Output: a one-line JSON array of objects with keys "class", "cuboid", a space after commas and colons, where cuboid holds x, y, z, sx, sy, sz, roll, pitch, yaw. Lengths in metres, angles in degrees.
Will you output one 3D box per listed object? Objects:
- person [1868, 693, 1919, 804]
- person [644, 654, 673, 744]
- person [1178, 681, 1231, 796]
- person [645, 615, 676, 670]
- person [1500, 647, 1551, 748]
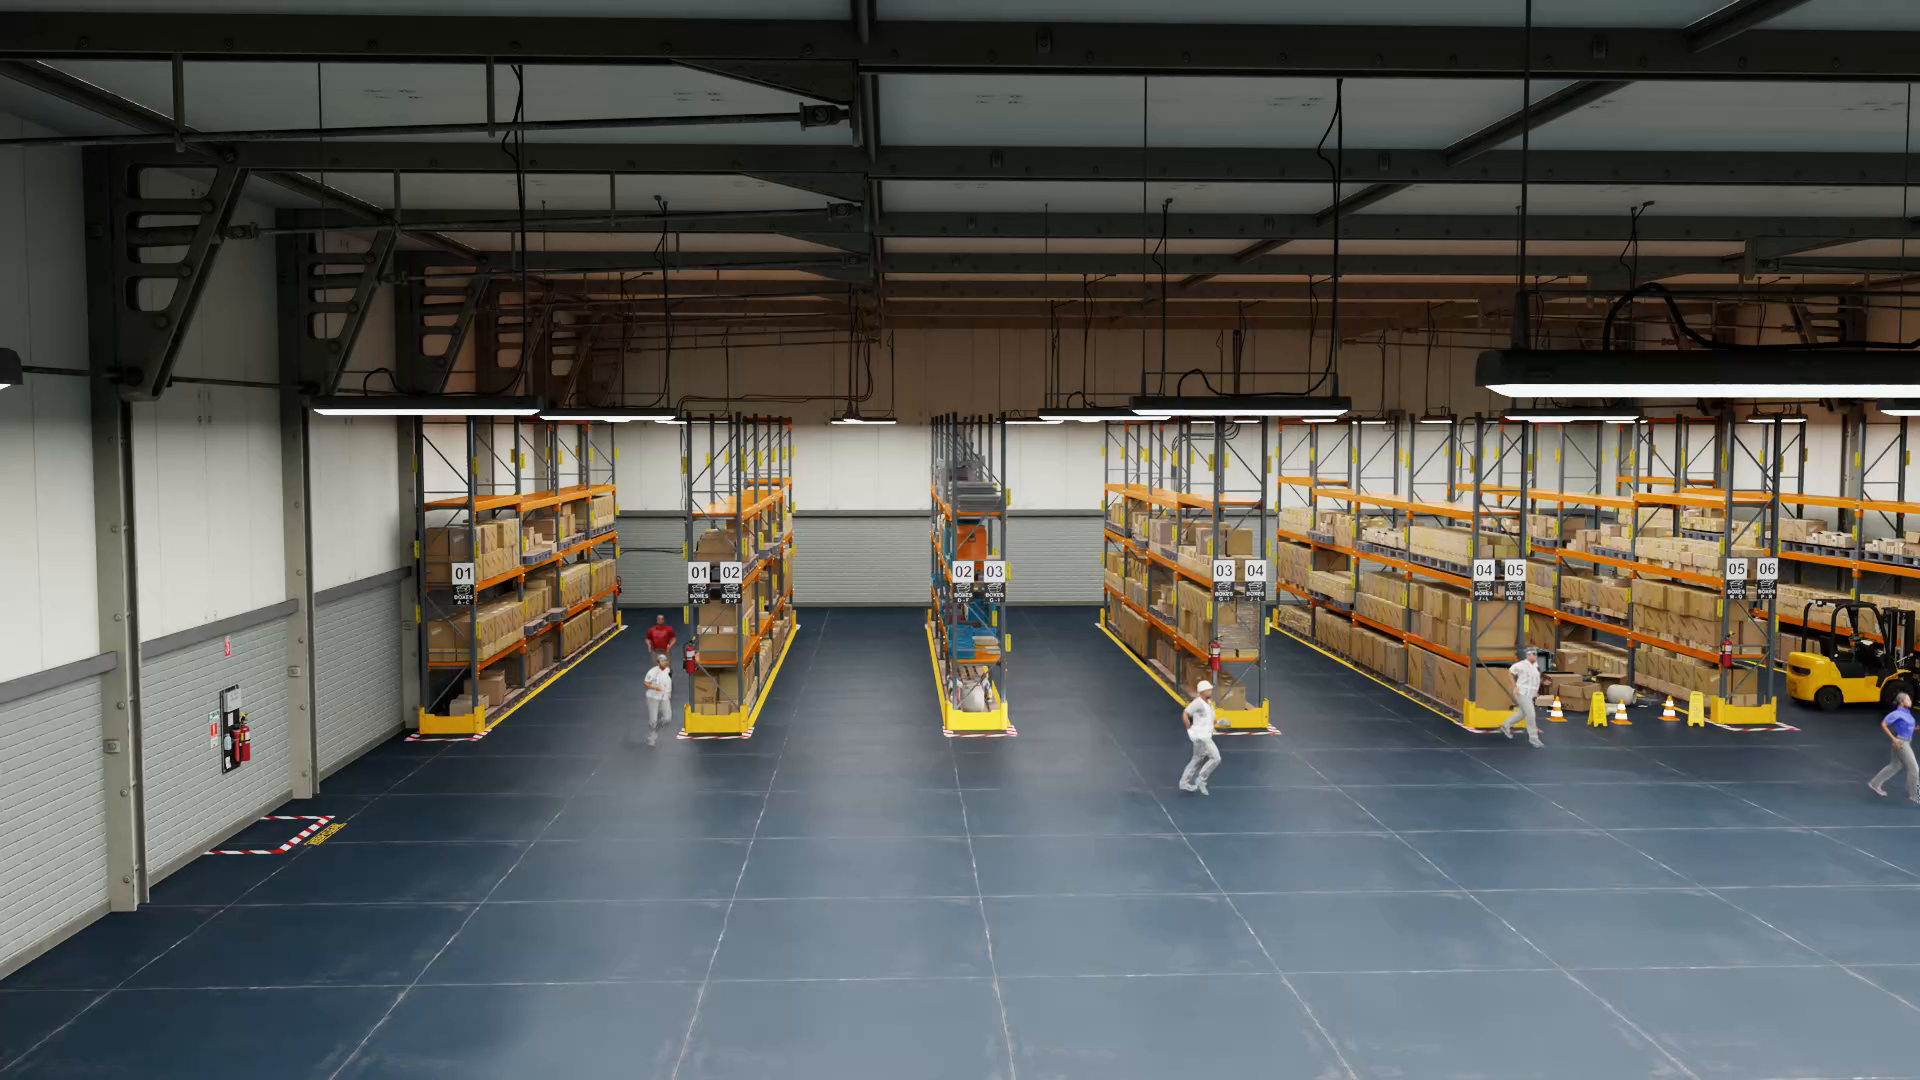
[{"class": "person", "cuboid": [14.310, 3.157, 25.290, 0.885, 1.682, 0.562, 3, 5, 38]}, {"class": "person", "cuboid": [-5.391, 2.872, 30.038, 0.619, 1.614, 0.564, -3, 5, -37]}, {"class": "person", "cuboid": [3.793, 3.078, 25.831, 0.800, 1.790, 0.660, 1, 4, 16]}, {"class": "person", "cuboid": [-6.457, 2.442, 35.862, 0.661, 1.672, 0.629, 0, 4, -6]}, {"class": "person", "cuboid": [10.197, 2.803, 30.073, 0.617, 1.796, 0.966, -4, 5, -44]}]
